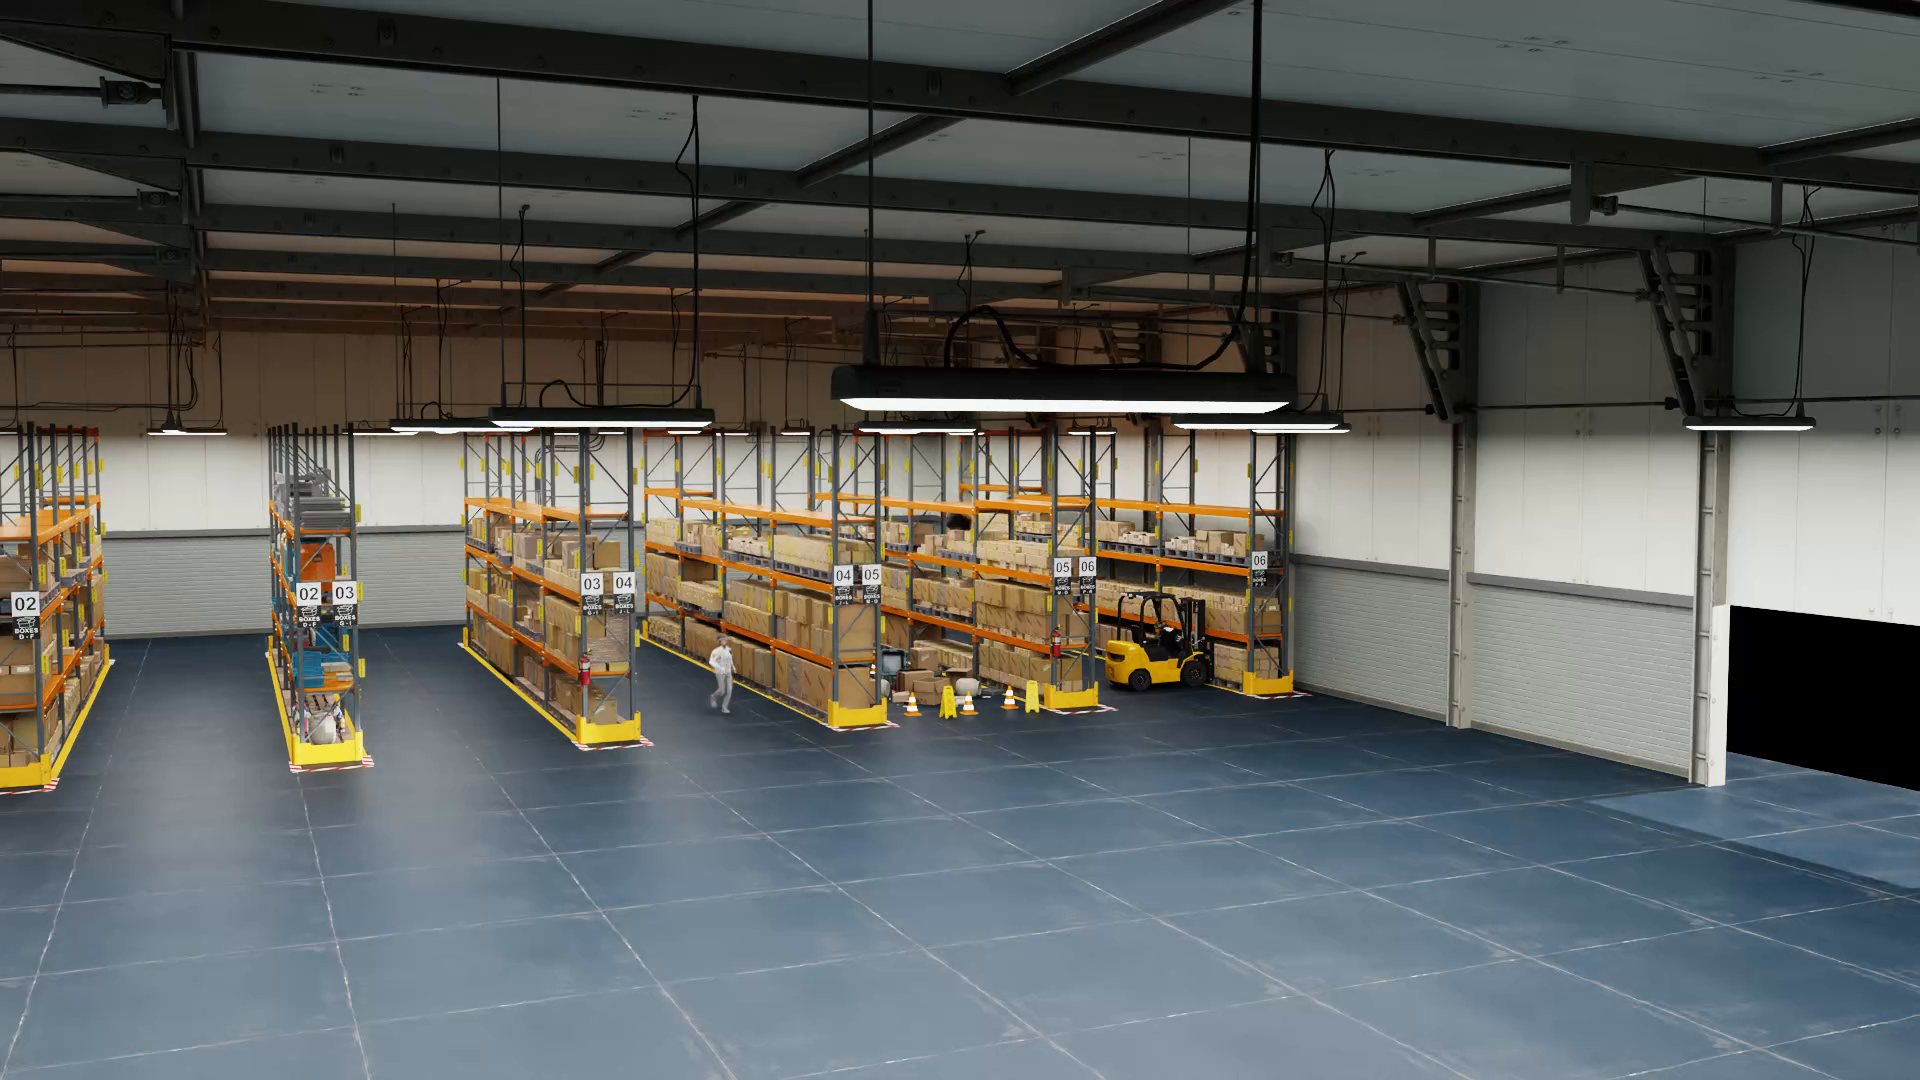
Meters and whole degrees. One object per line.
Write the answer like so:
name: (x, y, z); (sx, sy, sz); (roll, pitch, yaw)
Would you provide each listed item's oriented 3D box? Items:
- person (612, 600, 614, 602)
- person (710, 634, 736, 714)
person: (-10.039, 1.943, 48.606); (0.806, 1.623, 0.686); (-2, 4, -25)
person: (-4.951, 2.776, 34.712); (0.616, 1.651, 0.620); (-3, 5, -42)
